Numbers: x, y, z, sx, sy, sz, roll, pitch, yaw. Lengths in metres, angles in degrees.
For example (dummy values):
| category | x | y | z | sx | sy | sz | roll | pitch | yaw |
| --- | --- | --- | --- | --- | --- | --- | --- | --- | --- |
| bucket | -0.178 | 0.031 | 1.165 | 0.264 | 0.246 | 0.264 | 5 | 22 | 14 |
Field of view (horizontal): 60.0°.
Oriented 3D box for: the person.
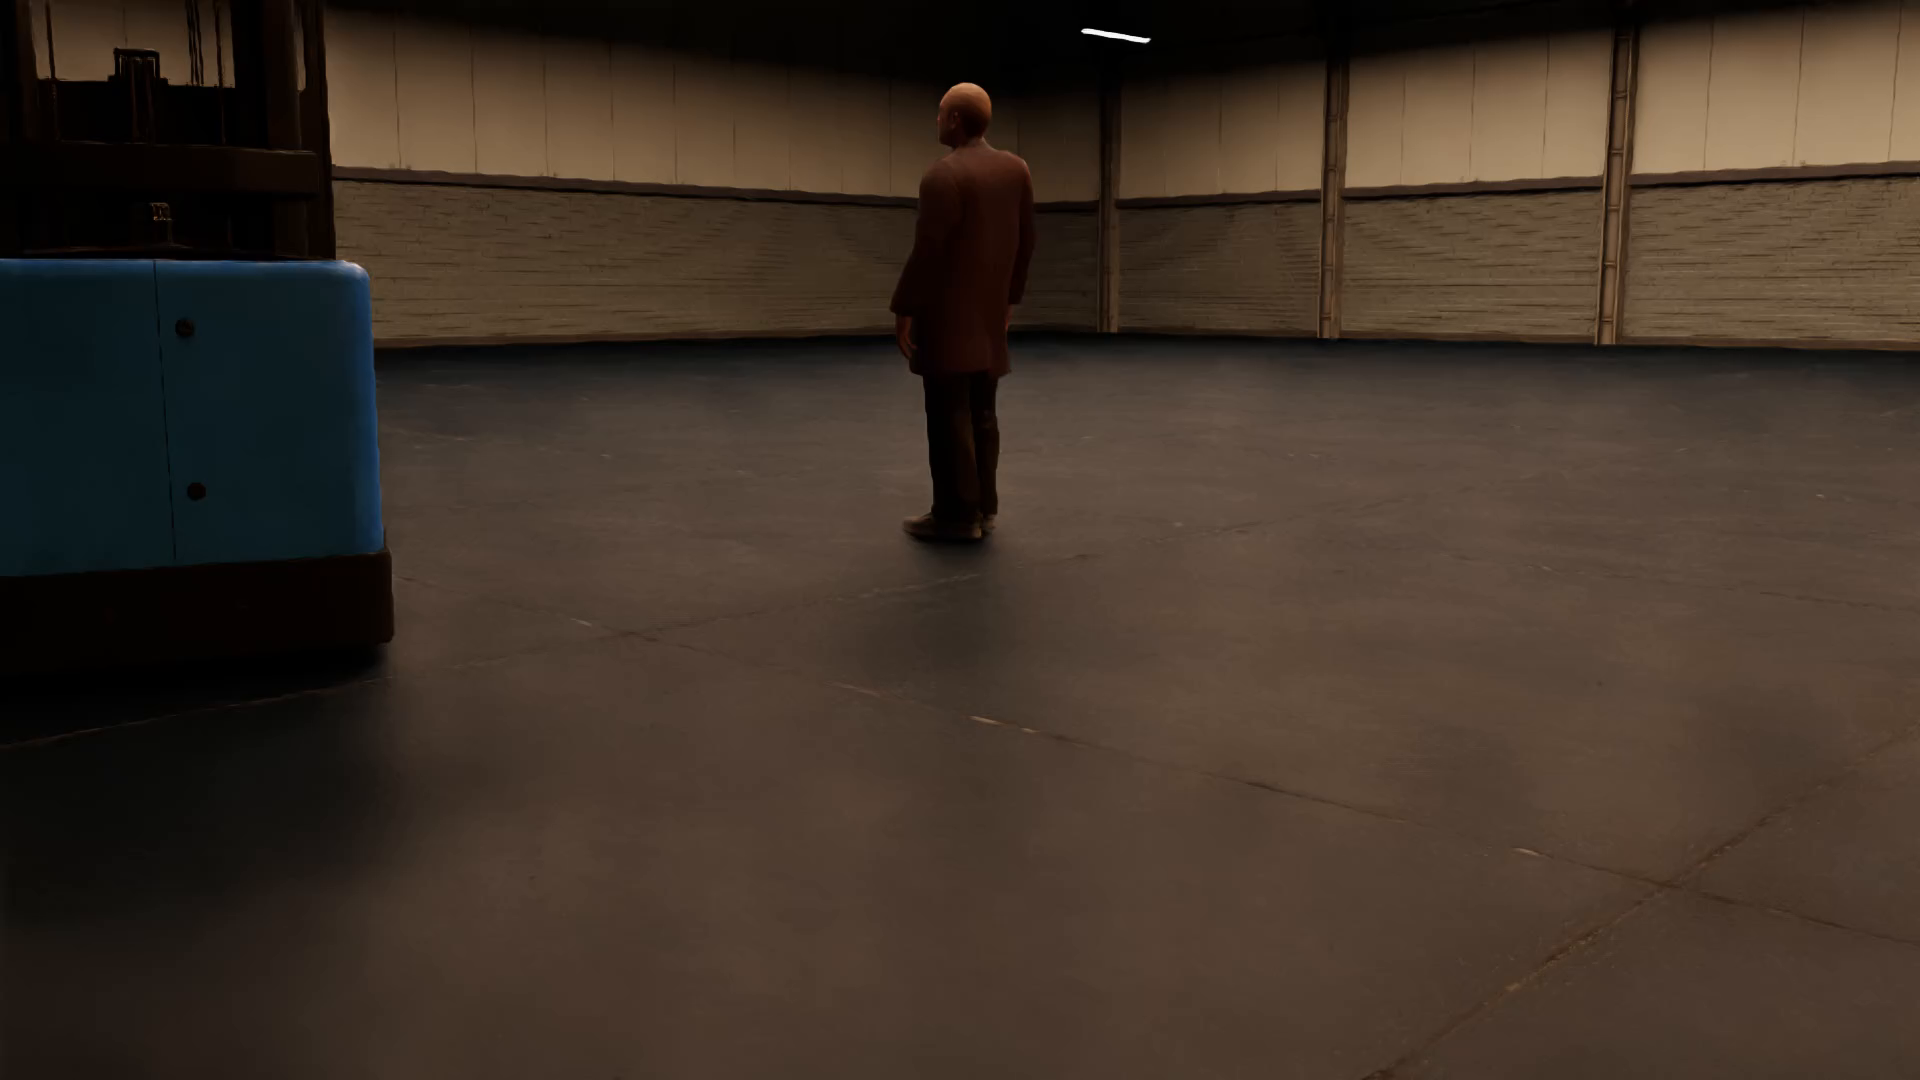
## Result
| category | x | y | z | sx | sy | sz | roll | pitch | yaw |
| --- | --- | --- | --- | --- | --- | --- | --- | --- | --- |
| person | -0.062 | -0.896 | 6.650 | 0.580 | 1.776 | 0.694 | 8 | 12 | 43 |

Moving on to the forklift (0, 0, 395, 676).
| category | x | y | z | sx | sy | sz | roll | pitch | yaw |
| --- | --- | --- | --- | --- | --- | --- | --- | --- | --- |
| forklift | -2.633 | -1.276 | 5.348 | 1.130 | 2.935 | 3.031 | -4 | 10 | -26 |
